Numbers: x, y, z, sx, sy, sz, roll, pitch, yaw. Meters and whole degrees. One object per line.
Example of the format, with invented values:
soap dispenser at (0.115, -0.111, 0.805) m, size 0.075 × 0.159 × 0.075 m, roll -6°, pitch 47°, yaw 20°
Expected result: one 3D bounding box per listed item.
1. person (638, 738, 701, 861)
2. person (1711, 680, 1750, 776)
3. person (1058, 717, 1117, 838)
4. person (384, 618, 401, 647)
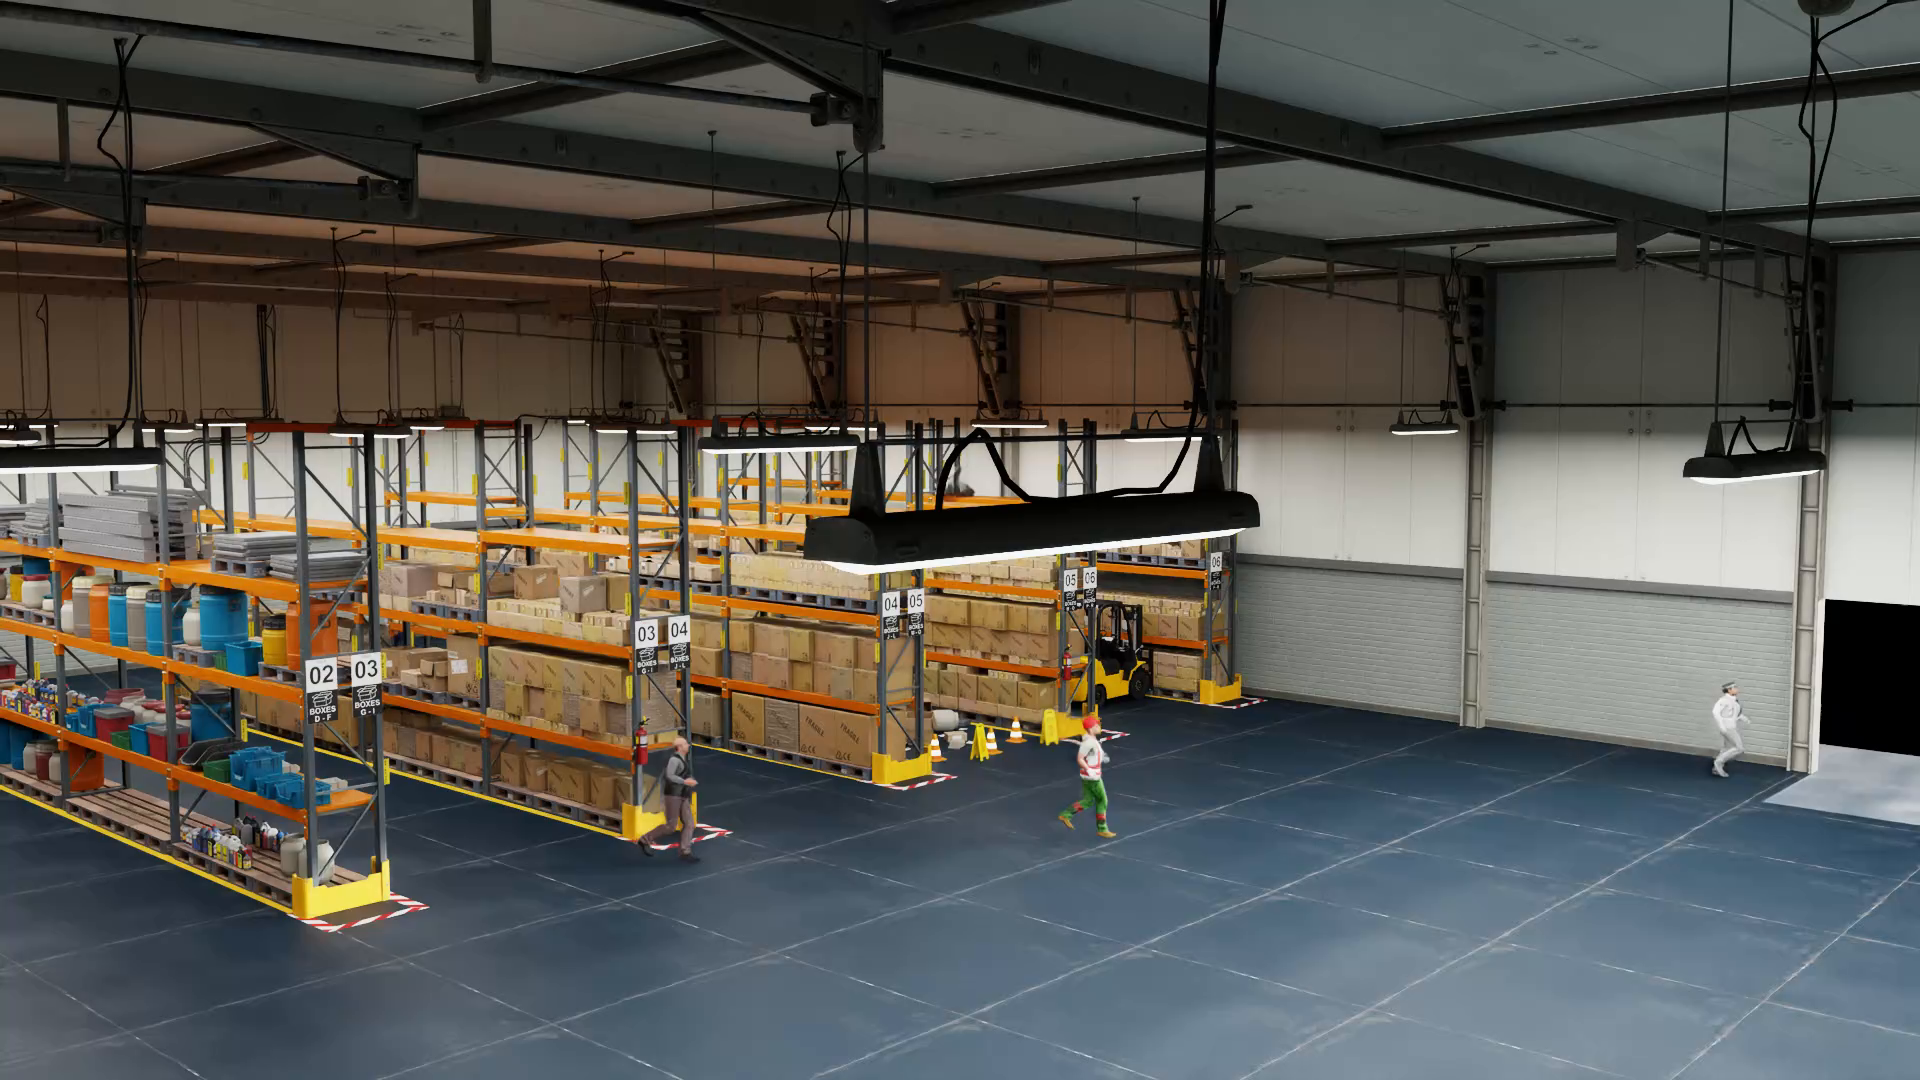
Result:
person at (-3.999, 3.597, 23.237) m, size 0.893 × 1.662 × 0.693 m, roll 1°, pitch 5°, yaw 6°
person at (13.094, 3.189, 28.241) m, size 0.567 × 1.661 × 0.623 m, roll 3°, pitch 5°, yaw 32°
person at (1.864, 3.460, 24.296) m, size 0.881 × 1.788 × 0.643 m, roll 0°, pitch 5°, yaw -3°
person at (-13.600, 2.303, 39.919) m, size 0.647 × 1.607 × 0.548 m, roll 3°, pitch 6°, yaw 36°
